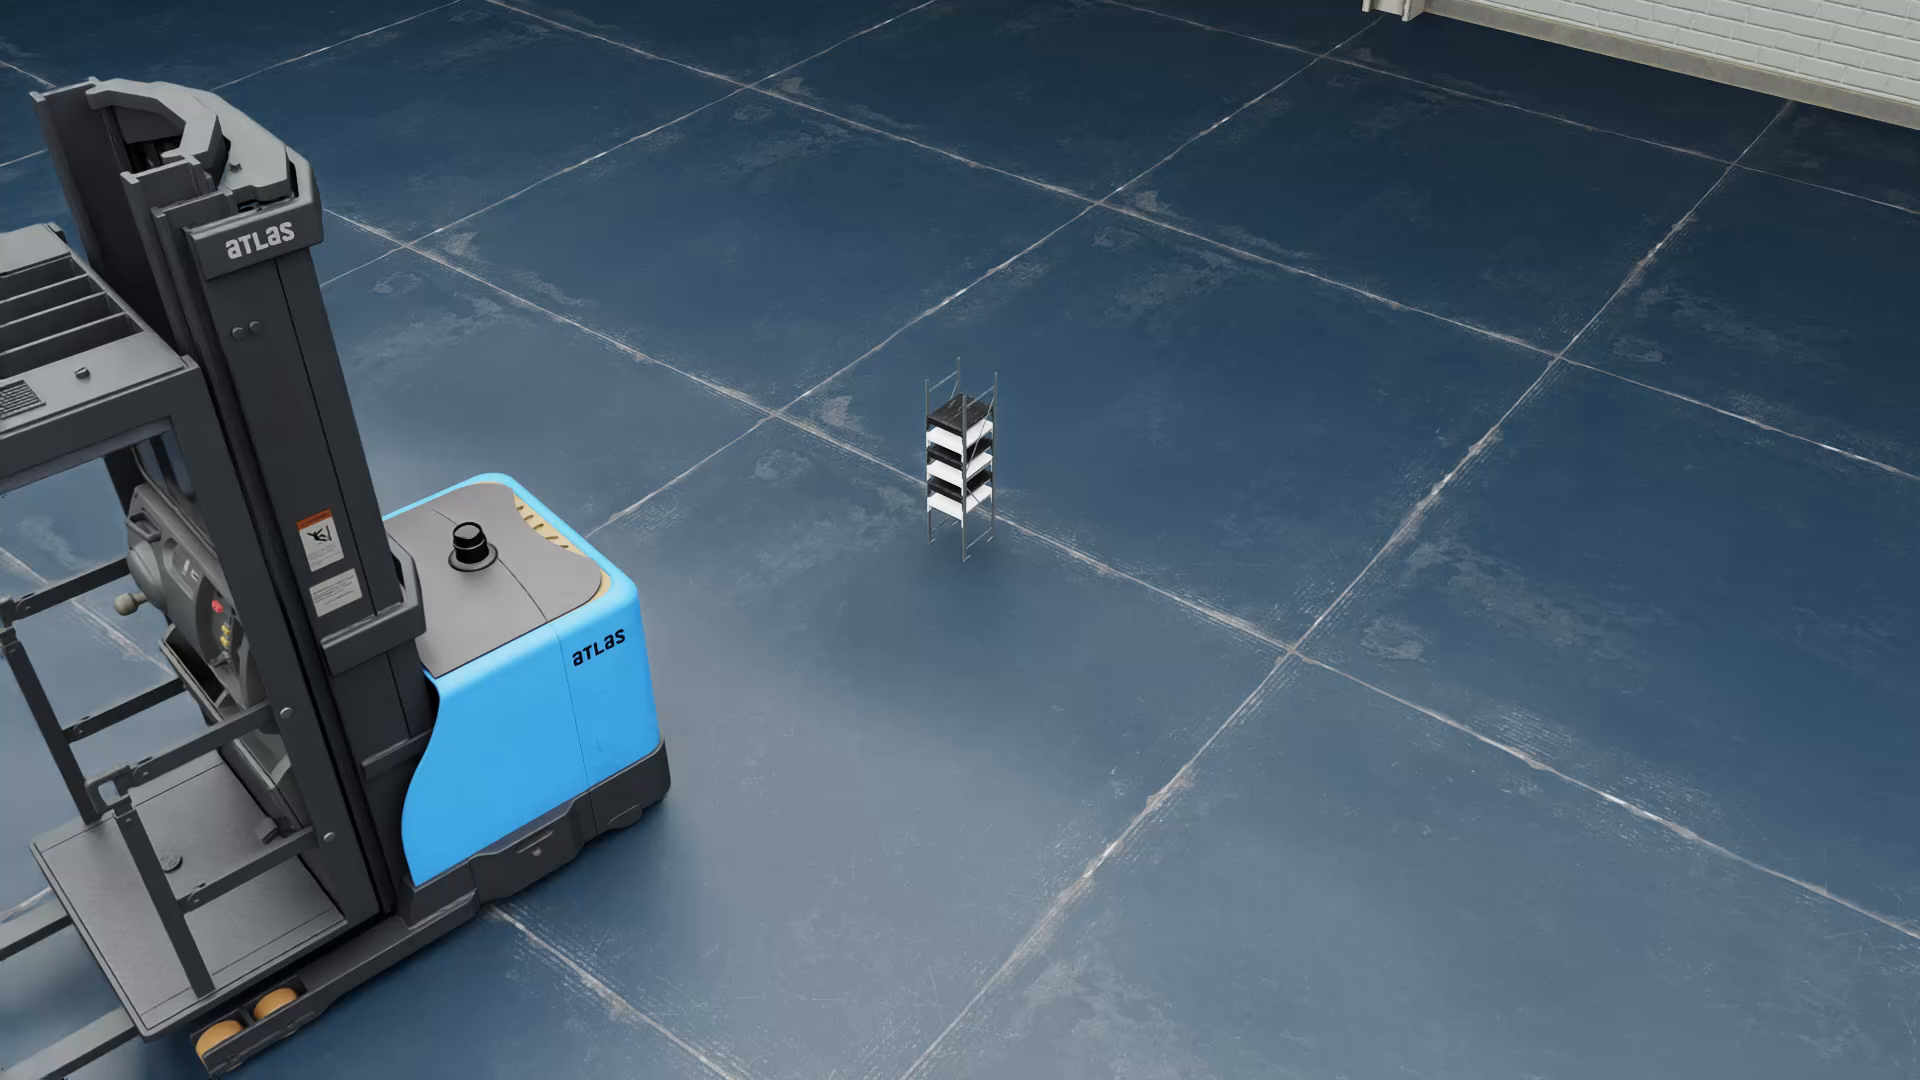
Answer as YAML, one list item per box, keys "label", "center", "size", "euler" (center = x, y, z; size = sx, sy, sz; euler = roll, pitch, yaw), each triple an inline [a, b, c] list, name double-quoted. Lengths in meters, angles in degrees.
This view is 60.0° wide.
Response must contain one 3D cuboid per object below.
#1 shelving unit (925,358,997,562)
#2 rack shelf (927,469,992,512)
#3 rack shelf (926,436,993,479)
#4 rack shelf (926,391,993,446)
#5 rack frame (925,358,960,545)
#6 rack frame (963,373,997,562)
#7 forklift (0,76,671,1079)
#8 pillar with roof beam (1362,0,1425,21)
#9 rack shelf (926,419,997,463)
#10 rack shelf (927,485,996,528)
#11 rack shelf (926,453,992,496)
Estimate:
- label: "shelving unit"
  center: [0.006, -0.351, 7.469]
  size: [0.210, 0.900, 0.258]
  euler: [25, 45, 29]
- label: "rack shelf"
  center: [0.006, -0.254, 7.545]
  size: [0.200, 0.077, 0.258]
  euler: [25, 45, 29]
- label: "rack shelf"
  center: [0.006, -0.396, 7.434]
  size: [0.200, 0.077, 0.258]
  euler: [25, 45, 29]
- label: "rack shelf"
  center: [0.006, -0.538, 7.323]
  size: [0.200, 0.077, 0.258]
  euler: [25, 45, 29]
- label: "rack frame"
  center: [-0.074, -0.389, 7.517]
  size: [0.006, 0.900, 0.240]
  euler: [25, 45, 29]
- label: "rack frame"
  center: [0.087, -0.313, 7.420]
  size: [0.006, 0.900, 0.240]
  euler: [25, 45, 29]
- label: "forklift"
  center: [-2.551, 0.237, 5.070]
  size: [3.031, 2.935, 1.130]
  euler: [-29, 46, -32]
- label: "pillar with roof beam"
  center: [0.790, -5.600, 7.603]
  size: [0.400, 9.000, 9.100]
  euler: [25, 45, 29]
- label: "rack shelf"
  center: [0.006, -0.467, 7.378]
  size: [0.200, 0.077, 0.258]
  euler: [25, 45, 29]
- label: "rack shelf"
  center: [0.006, -0.183, 7.600]
  size: [0.200, 0.077, 0.258]
  euler: [25, 45, 29]
- label: "rack shelf"
  center: [0.006, -0.325, 7.489]
  size: [0.200, 0.077, 0.258]
  euler: [25, 45, 29]
